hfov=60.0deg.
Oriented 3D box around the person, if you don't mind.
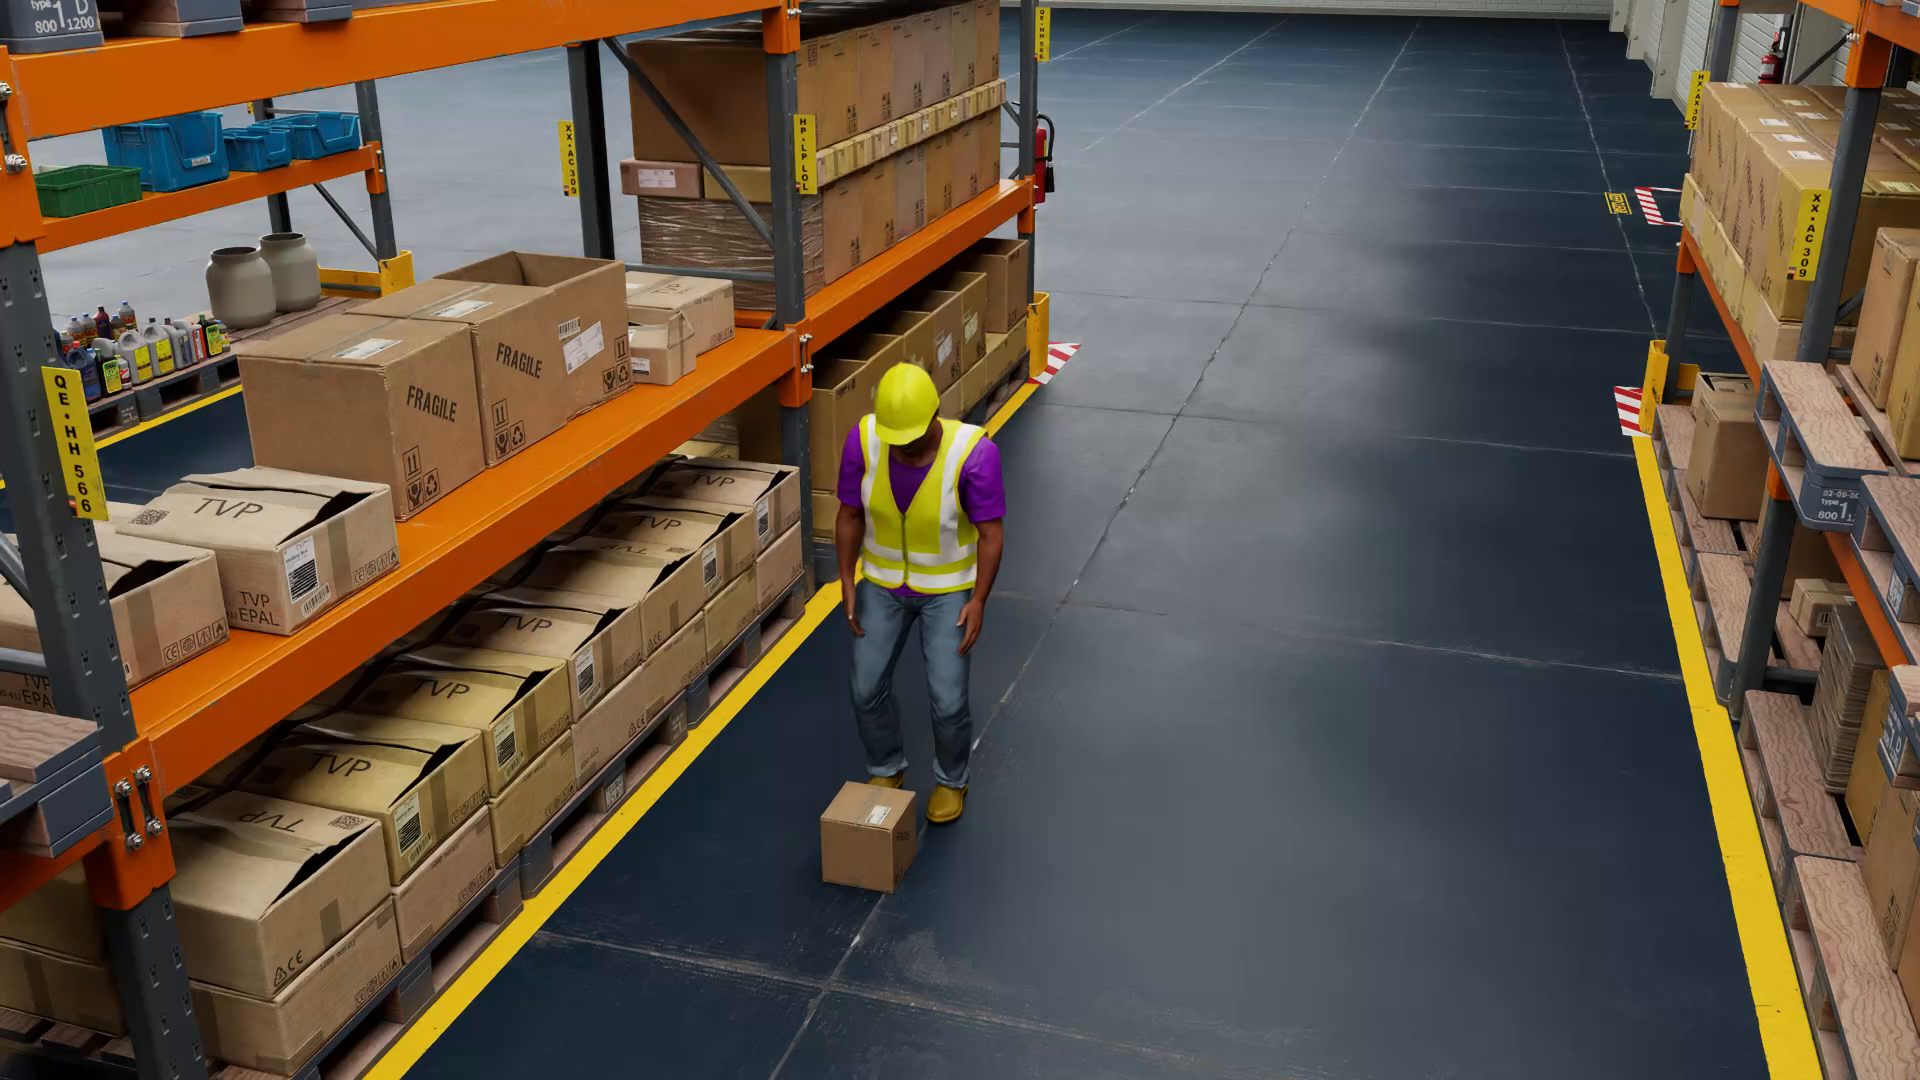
[{"bbox_3d":[-0.140,0.178,5.729,0.602,1.683,0.511,7,23,17],"label":"person"}]
